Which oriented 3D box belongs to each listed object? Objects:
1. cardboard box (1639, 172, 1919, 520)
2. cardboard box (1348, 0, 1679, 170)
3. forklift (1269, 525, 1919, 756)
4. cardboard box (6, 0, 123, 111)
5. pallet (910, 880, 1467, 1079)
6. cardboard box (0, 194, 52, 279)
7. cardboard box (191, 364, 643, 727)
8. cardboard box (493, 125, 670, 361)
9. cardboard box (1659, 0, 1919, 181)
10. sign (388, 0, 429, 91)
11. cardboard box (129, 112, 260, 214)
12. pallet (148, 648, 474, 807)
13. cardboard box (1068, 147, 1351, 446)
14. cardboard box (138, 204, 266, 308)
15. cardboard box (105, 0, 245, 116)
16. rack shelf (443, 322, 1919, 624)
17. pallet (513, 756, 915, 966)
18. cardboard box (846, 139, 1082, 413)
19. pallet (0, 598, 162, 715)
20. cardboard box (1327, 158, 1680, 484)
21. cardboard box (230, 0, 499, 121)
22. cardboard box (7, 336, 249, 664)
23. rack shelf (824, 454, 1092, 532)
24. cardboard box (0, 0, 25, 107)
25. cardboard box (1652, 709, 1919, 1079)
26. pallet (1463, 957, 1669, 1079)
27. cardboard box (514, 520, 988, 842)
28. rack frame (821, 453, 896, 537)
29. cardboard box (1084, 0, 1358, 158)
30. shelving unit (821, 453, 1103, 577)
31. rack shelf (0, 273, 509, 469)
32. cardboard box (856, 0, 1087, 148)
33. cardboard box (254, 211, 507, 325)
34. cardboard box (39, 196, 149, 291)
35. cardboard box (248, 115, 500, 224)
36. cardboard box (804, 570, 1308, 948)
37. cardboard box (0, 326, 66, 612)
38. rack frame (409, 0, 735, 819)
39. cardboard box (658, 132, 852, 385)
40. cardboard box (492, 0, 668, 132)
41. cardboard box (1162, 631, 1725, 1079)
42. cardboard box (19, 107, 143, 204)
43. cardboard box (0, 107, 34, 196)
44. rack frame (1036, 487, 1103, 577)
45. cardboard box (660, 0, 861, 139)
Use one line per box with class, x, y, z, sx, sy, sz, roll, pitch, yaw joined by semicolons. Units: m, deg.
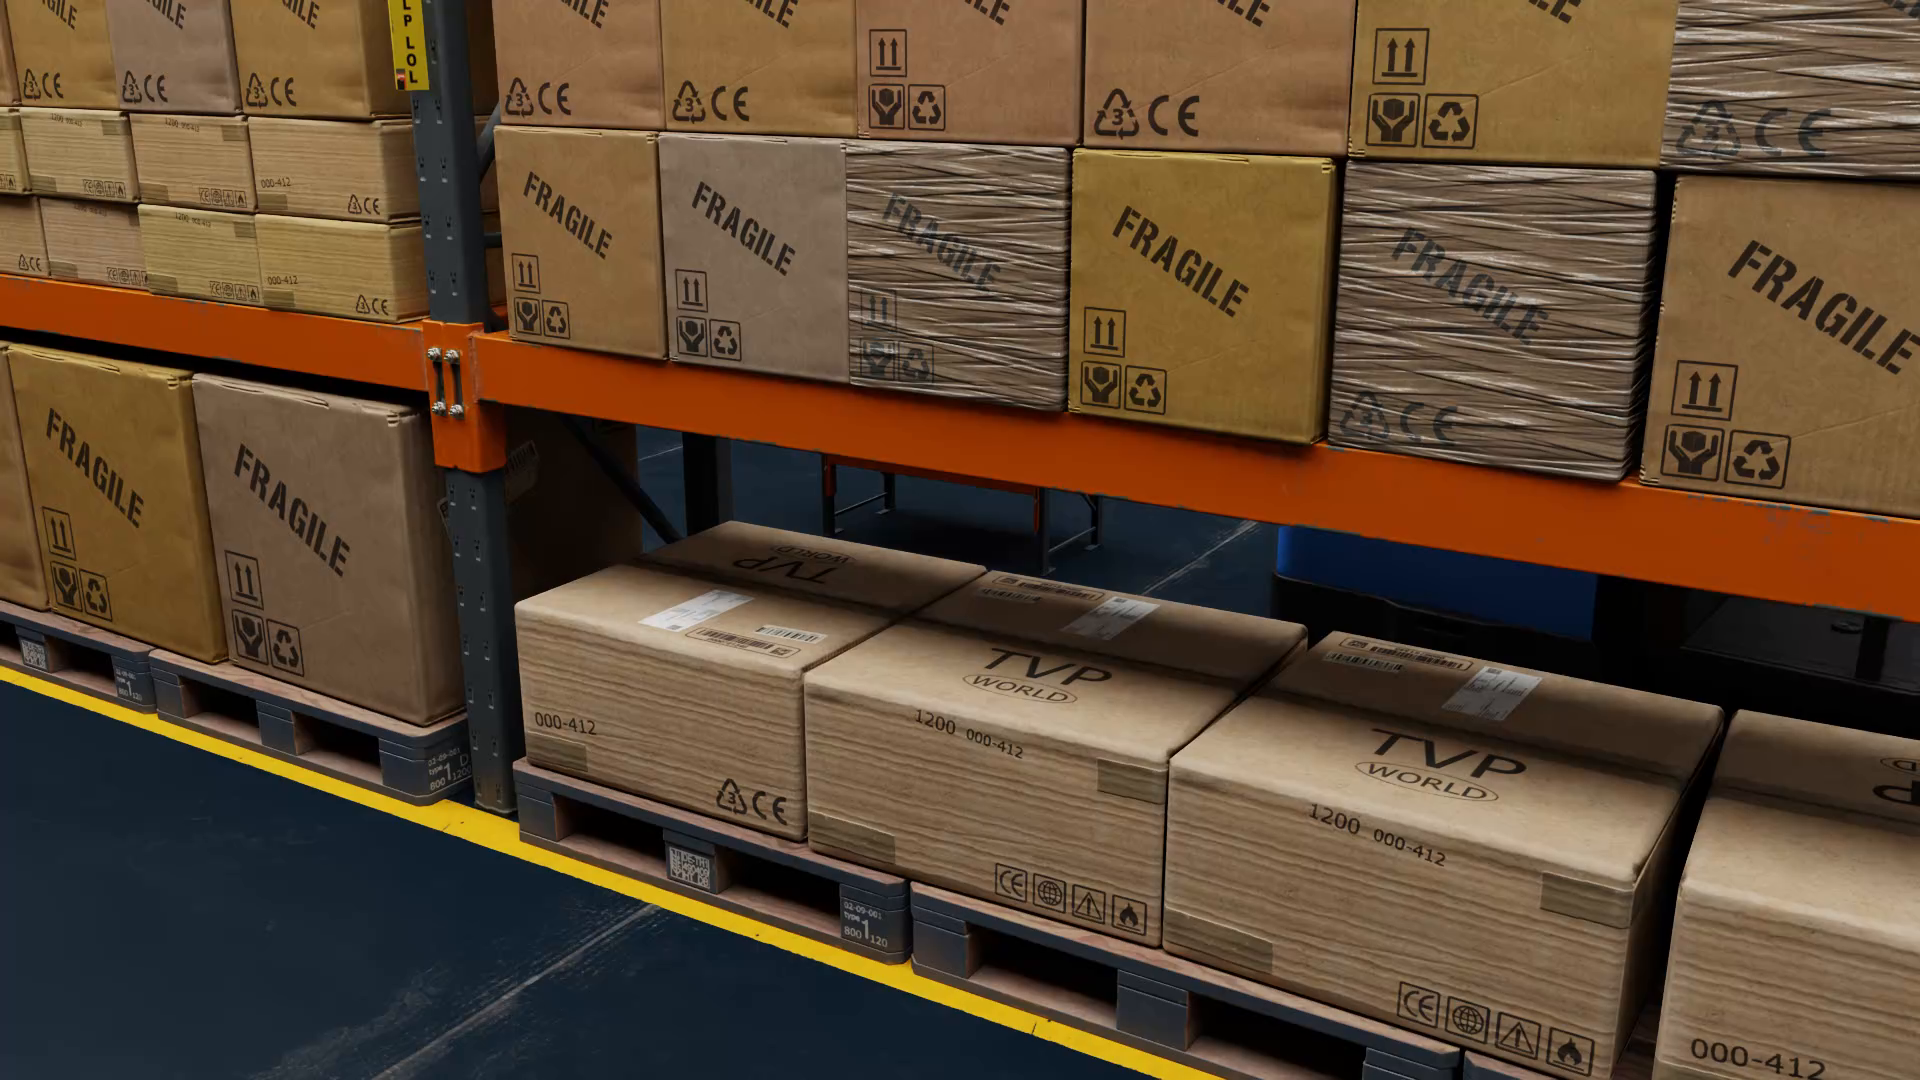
cardboard box;1.441;-0.353;2.710;0.500;0.500;0.500;10;19;29
cardboard box;0.995;-0.906;2.810;0.500;0.500;0.500;10;20;30
forklift;2.506;-0.849;4.633;3.031;2.935;1.130;13;21;36
cardboard box;-2.377;-1.516;4.820;0.500;0.500;0.500;11;20;32
pallet;0.653;0.829;3.789;1.213;0.211;1.003;10;20;30
cardboard box;-2.808;-0.996;5.258;0.500;0.250;0.500;10;20;30
cardboard box;-1.568;-0.084;4.931;0.875;0.875;0.875;11;20;32
cardboard box;-0.735;-0.737;3.975;0.500;0.500;0.500;11;20;32
cardboard box;1.414;-0.830;2.560;0.500;0.500;0.500;10;20;30
sign;-1.274;-1.206;3.834;0.005;0.325;0.100;10;20;30
cardboard box;-1.931;-1.074;4.654;0.500;0.250;0.500;11;20;31
pallet;-1.695;0.410;5.168;1.213;0.211;1.003;10;20;30
cardboard box;0.551;-0.504;3.207;0.500;0.500;0.500;11;20;32
cardboard box;-1.946;-0.837;4.735;0.500;0.250;0.500;10;19;29
cardboard box;-1.955;-1.434;4.550;0.500;0.500;0.500;11;20;31
rack shelf;0.706;-0.177;3.541;4.000;0.370;1.077;10;20;30
pallet;-0.391;0.644;4.399;1.213;0.211;1.003;10;20;30
cardboard box;0.112;-0.582;3.465;0.500;0.500;0.500;10;20;30
pallet;-2.739;0.225;5.778;1.213;0.211;1.003;10;20;30
cardboard box;0.998;-0.429;2.959;0.500;0.500;0.500;11;20;32
cardboard box;-1.510;-1.358;4.297;0.500;0.500;0.500;11;20;32
cardboard box;-2.342;-0.220;5.377;0.875;0.875;0.875;11;20;32
rack shelf;0.006;-0.303;6.785;1.000;0.278;0.538;10;20;30
cardboard box;-2.826;-1.591;5.067;0.500;0.500;0.500;10;20;31
cardboard box;1.796;0.732;2.995;0.875;0.438;0.875;9;19;28
pallet;1.688;1.015;3.177;1.213;0.211;1.003;10;20;30
cardboard box;-0.519;0.322;4.347;0.875;0.438;0.875;10;19;29
rack frame;-0.427;-0.615;6.969;0.032;1.125;0.500;10;20;30
cardboard box;0.567;-0.983;3.064;0.500;0.500;0.500;10;20;30
shelving unit;0.006;-0.537;6.714;1.048;1.125;0.538;10;20;30
rack shelf;-2.702;-0.786;5.544;4.000;0.370;1.077;10;20;30
cardboard box;0.139;-1.060;3.318;0.500;0.500;0.500;11;20;31
cardboard box;-1.512;-0.760;4.479;0.500;0.250;0.500;10;19;29
cardboard box;-2.366;-0.919;5.003;0.500;0.250;0.500;10;19;29
cardboard box;-1.501;-1.000;4.410;0.500;0.250;0.500;10;20;30
cardboard box;0.244;0.458;3.900;0.875;0.438;0.875;9;19;28
cardboard box;-3.104;-0.356;5.825;0.875;0.875;0.875;10;20;31
rack frame;-0.998;-0.826;4.438;0.127;3.000;1.000;10;20;30
cardboard box;-0.309;-0.660;3.720;0.500;0.500;0.500;10;20;30
cardboard box;-0.719;-1.219;3.842;0.500;0.500;0.500;10;20;30
cardboard box;1.011;0.595;3.447;0.875;0.438;0.875;11;20;32
cardboard box;-2.375;-1.151;4.908;0.500;0.250;0.500;11;20;31
cardboard box;-2.821;-1.225;5.151;0.500;0.250;0.500;11;20;31
rack frame;0.439;-0.460;6.460;0.032;1.125;0.500;10;20;30
cardboard box;-0.292;-1.141;3.584;0.500;0.500;0.500;10;19;29
